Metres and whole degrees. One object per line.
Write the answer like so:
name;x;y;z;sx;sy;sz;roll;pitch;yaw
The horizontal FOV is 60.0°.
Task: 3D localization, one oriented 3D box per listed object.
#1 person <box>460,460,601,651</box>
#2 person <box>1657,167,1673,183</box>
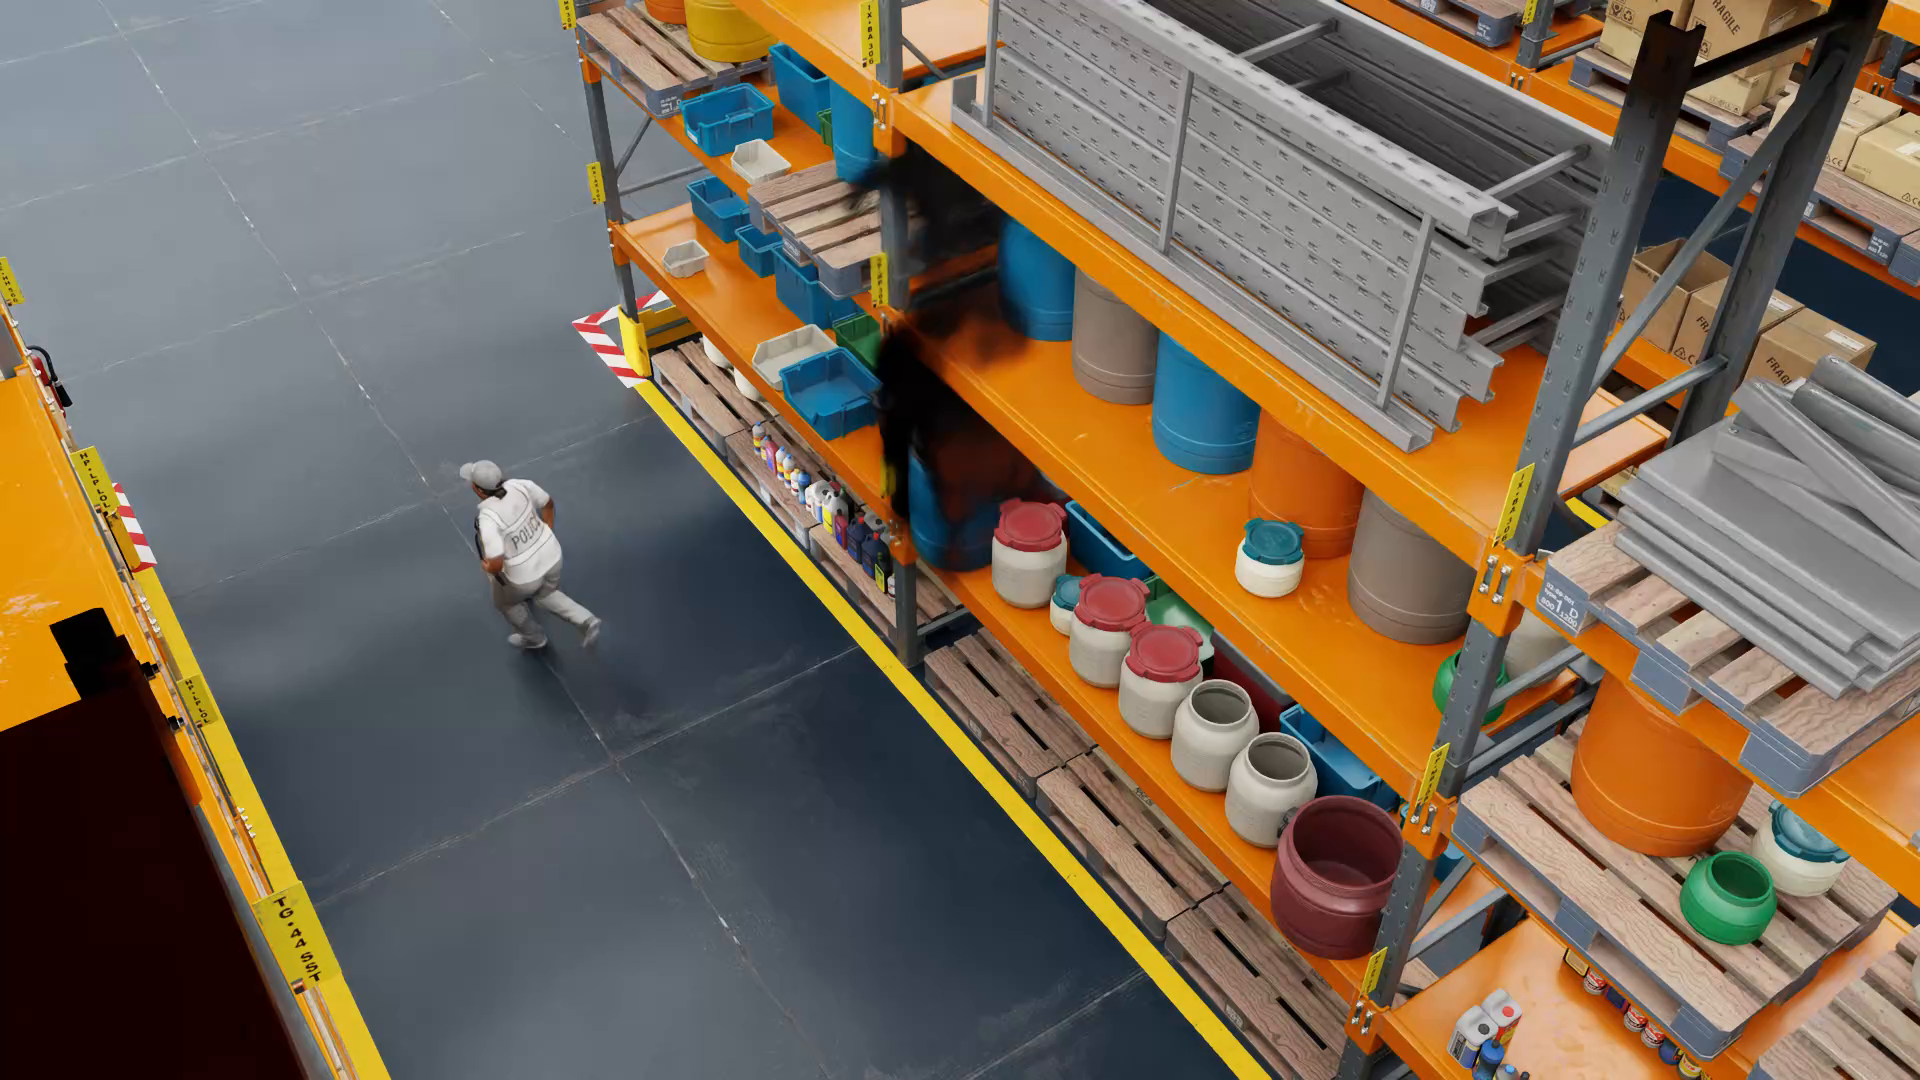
person;-2.666;0.193;10.401;0.779;1.651;0.621;20;46;21
person;5.367;-2.706;13.517;0.469;1.648;0.728;-28;49;-27
